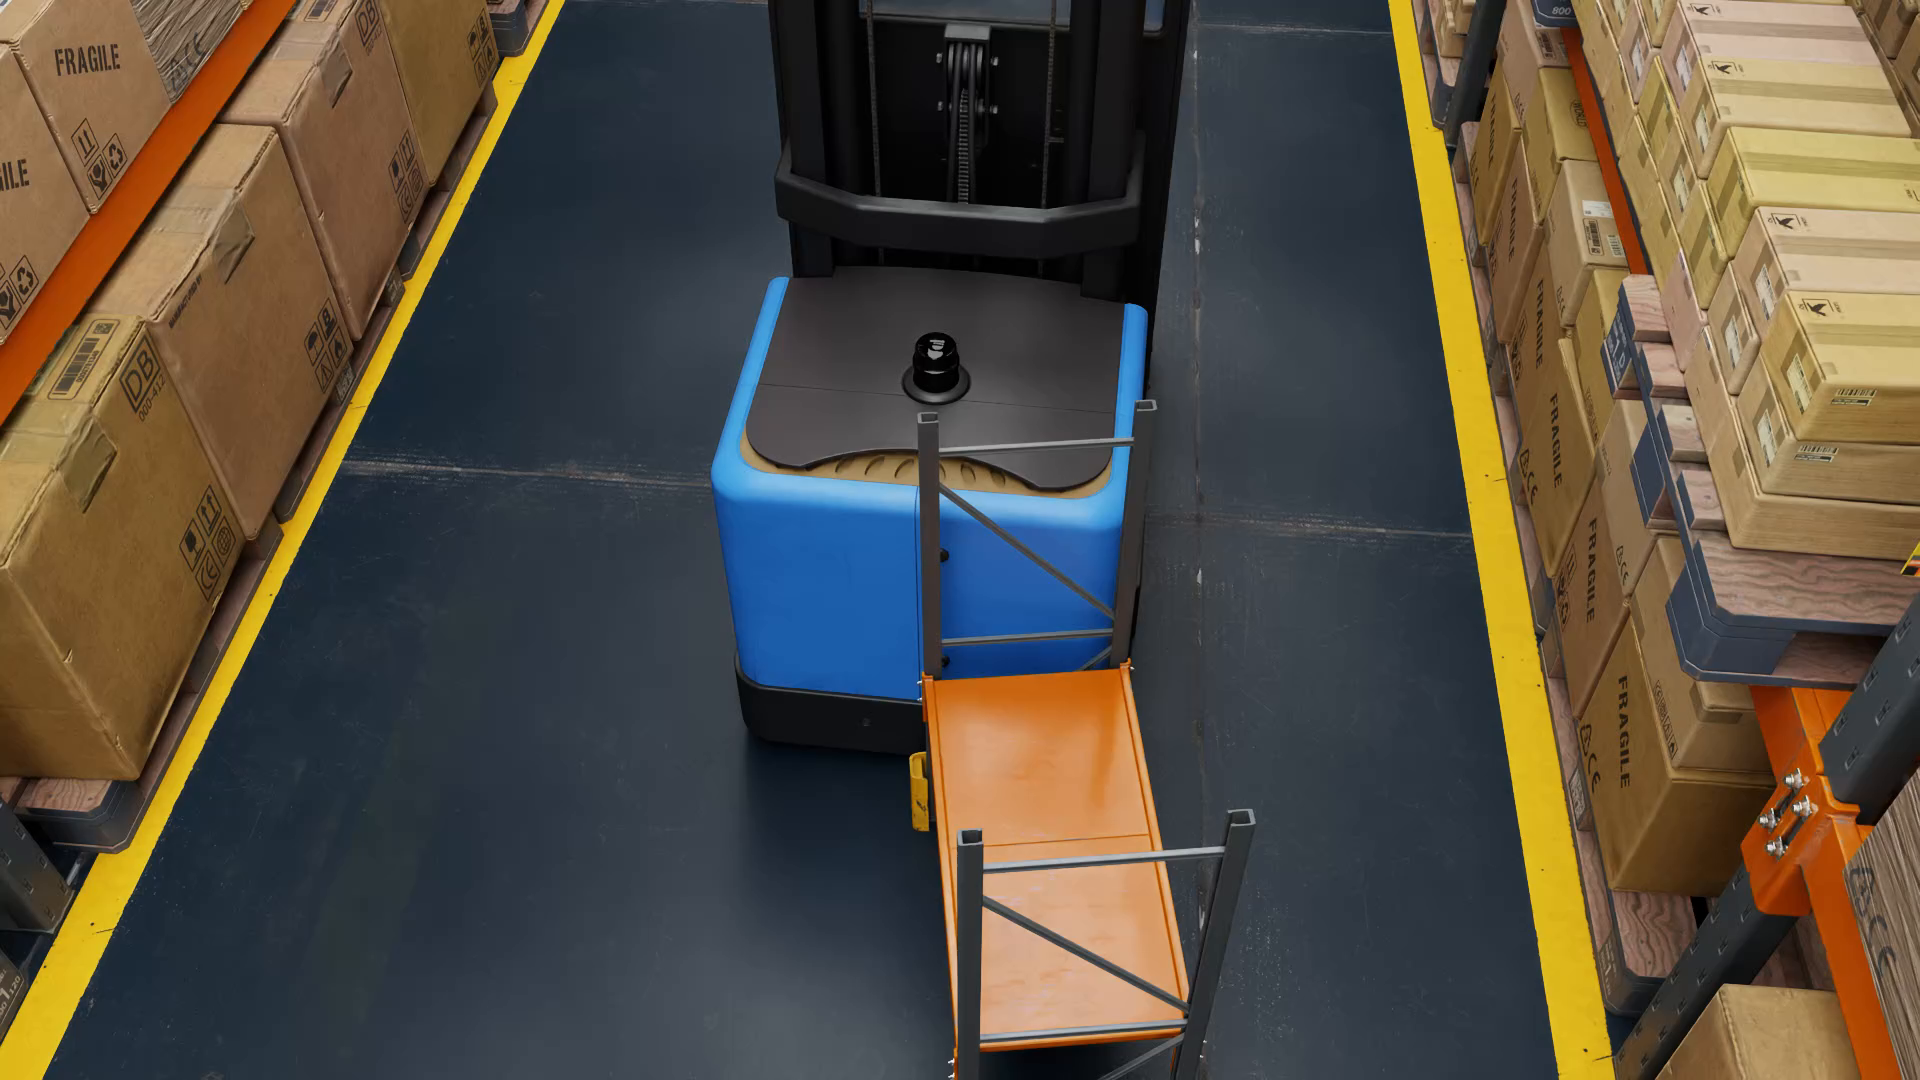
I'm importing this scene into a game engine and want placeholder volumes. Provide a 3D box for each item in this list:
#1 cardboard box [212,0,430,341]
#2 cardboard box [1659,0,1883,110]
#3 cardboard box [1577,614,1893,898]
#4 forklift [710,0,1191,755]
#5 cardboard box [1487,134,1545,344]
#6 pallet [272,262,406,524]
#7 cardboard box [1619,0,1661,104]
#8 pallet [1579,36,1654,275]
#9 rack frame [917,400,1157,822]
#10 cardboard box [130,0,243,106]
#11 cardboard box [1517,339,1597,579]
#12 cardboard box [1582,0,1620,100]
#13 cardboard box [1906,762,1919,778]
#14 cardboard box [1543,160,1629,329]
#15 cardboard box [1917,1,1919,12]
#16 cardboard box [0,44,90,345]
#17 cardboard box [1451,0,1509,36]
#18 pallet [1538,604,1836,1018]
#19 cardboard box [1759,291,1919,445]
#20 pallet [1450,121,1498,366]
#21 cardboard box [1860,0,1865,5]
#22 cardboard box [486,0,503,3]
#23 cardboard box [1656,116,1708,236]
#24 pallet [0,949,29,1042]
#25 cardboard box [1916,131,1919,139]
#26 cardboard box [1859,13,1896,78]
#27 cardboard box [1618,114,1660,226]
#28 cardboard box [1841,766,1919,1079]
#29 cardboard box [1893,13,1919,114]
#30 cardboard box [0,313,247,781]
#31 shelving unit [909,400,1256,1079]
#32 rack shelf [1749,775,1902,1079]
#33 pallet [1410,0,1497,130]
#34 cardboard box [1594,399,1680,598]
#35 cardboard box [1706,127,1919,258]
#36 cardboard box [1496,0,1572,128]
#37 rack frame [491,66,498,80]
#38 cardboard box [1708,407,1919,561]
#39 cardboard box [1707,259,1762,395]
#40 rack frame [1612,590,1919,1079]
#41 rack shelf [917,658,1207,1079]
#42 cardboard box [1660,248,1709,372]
[{"bbox_3d":[-2.592,-1.301,5.563,1.225,0.875,0.875,2,48,2],"label":"cardboard box"},{"bbox_3d":[1.779,-1.057,3.666,0.380,0.149,0.250,4,48,4],"label":"cardboard box"},{"bbox_3d":[1.893,0.543,4.130,0.500,0.500,0.500,4,48,3],"label":"cardboard box"},{"bbox_3d":[0.076,-1.451,4.590,1.130,2.935,3.031,5,48,5],"label":"forklift"},{"bbox_3d":[2.080,-0.981,5.524,0.500,0.500,0.500,6,48,5],"label":"cardboard box"},{"bbox_3d":[-2.576,-0.593,5.649,1.003,0.211,1.213,4,48,4],"label":"pallet"},{"bbox_3d":[1.800,-1.157,3.959,0.380,0.149,0.250,5,48,5],"label":"cardboard box"},{"bbox_3d":[2.233,-1.051,4.308,1.003,0.211,1.213,4,48,4],"label":"pallet"},{"bbox_3d":[0.161,0.238,4.016,0.500,1.500,0.032,-3,48,-3],"label":"rack frame"},{"bbox_3d":[-2.386,-1.561,4.578,0.500,0.500,0.500,4,48,4],"label":"cardboard box"},{"bbox_3d":[1.976,-0.228,4.835,0.500,0.500,0.500,2,48,2],"label":"cardboard box"},{"bbox_3d":[1.824,-1.251,4.247,0.380,0.149,0.250,2,48,2],"label":"cardboard box"},{"bbox_3d":[2.397,0.301,3.844,0.500,0.250,0.500,2,48,2],"label":"cardboard box"},{"bbox_3d":[2.030,-0.857,4.902,0.500,0.250,0.500,6,48,5],"label":"cardboard box"},{"bbox_3d":[2.446,-1.208,3.805,0.380,0.149,0.250,5,48,5],"label":"cardboard box"},{"bbox_3d":[-2.477,-0.817,3.897,0.500,0.500,0.500,3,48,2],"label":"cardboard box"},{"bbox_3d":[2.170,-2.130,6.611,0.380,0.149,0.250,5,48,4],"label":"cardboard box"},{"bbox_3d":[2.166,0.709,4.458,1.003,0.211,1.213,4,48,4],"label":"pallet"},{"bbox_3d":[1.681,-0.307,2.980,0.380,0.149,0.250,2,48,2],"label":"cardboard box"},{"bbox_3d":[2.388,-1.084,6.098,1.003,0.211,1.213,4,48,4],"label":"pallet"},{"bbox_3d":[2.501,-1.480,4.255,0.380,0.149,0.250,4,48,4],"label":"cardboard box"},{"bbox_3d":[-2.333,-2.909,7.033,0.875,0.875,0.875,4,48,4],"label":"cardboard box"},{"bbox_3d":[1.752,-0.782,3.617,0.380,0.149,0.250,4,48,4],"label":"cardboard box"},{"bbox_3d":[-2.910,1.450,3.781,1.003,0.211,1.213,4,48,4],"label":"pallet"},{"bbox_3d":[2.428,-0.820,3.853,0.380,0.149,0.250,5,48,5],"label":"cardboard box"},{"bbox_3d":[2.479,-1.196,4.196,0.380,0.149,0.250,2,48,2],"label":"cardboard box"},{"bbox_3d":[1.777,-0.860,3.890,0.380,0.149,0.250,2,48,2],"label":"cardboard box"},{"bbox_3d":[1.783,0.620,2.582,0.500,0.500,0.500,4,48,4],"label":"cardboard box"},{"bbox_3d":[2.453,-1.103,3.910,0.380,0.149,0.250,3,48,3],"label":"cardboard box"},{"bbox_3d":[-2.754,0.004,4.369,1.225,0.875,0.875,2,48,2],"label":"cardboard box"},{"bbox_3d":[0.202,0.605,3.680,0.587,1.500,1.083,-3,48,-3],"label":"shelving unit"},{"bbox_3d":[1.911,2.055,1.826,1.077,0.370,4.000,4,48,4],"label":"rack shelf"},{"bbox_3d":[2.483,-2.152,7.075,1.003,0.211,1.213,4,48,4],"label":"pallet"},{"bbox_3d":[1.929,-0.101,4.211,0.500,0.250,0.500,4,48,4],"label":"cardboard box"},{"bbox_3d":[1.730,-0.683,3.325,0.380,0.149,0.250,5,48,5],"label":"cardboard box"},{"bbox_3d":[2.127,-1.623,5.603,0.500,0.250,0.500,2,48,2],"label":"cardboard box"},{"bbox_3d":[-2.473,-3.005,5.966,1.000,3.000,0.127,4,48,4],"label":"rack frame"},{"bbox_3d":[1.680,-0.108,3.202,0.380,0.149,0.250,5,48,4],"label":"cardboard box"},{"bbox_3d":[1.707,-0.405,3.272,0.380,0.149,0.250,5,48,5],"label":"cardboard box"},{"bbox_3d":[2.093,0.342,2.904,1.000,3.000,0.127,4,48,4],"label":"rack frame"},{"bbox_3d":[0.203,0.733,3.807,0.538,0.185,1.000,-3,48,-3],"label":"rack shelf"},{"bbox_3d":[1.728,-0.480,3.542,0.380,0.149,0.250,5,48,4],"label":"cardboard box"}]
